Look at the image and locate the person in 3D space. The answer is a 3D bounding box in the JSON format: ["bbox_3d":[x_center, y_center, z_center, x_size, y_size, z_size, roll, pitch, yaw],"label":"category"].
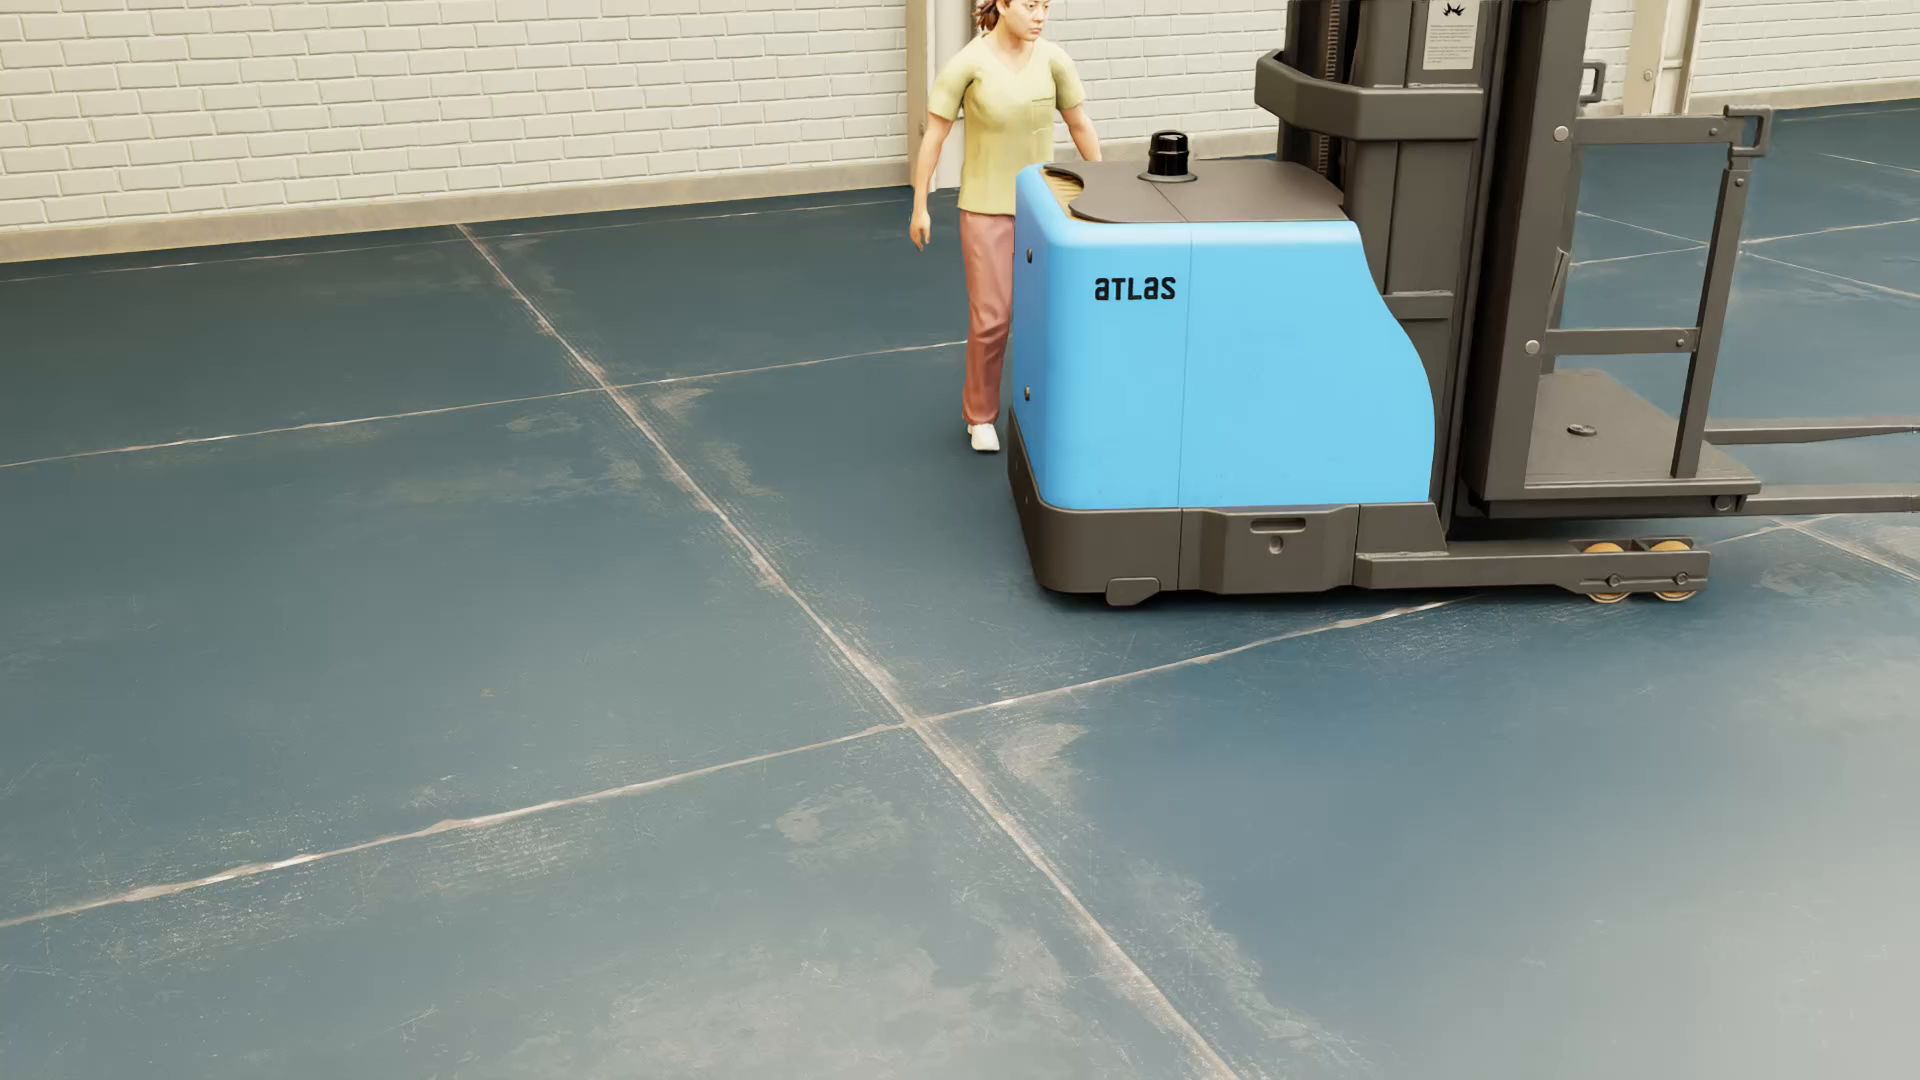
[{"bbox_3d":[0.203,-1.117,5.653,0.737,1.650,0.369,-8,24,-18],"label":"person"}]

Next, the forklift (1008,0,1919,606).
[{"bbox_3d":[1.697,-1.377,4.602,3.031,2.935,1.130,-1,23,-4],"label":"forklift"}]
